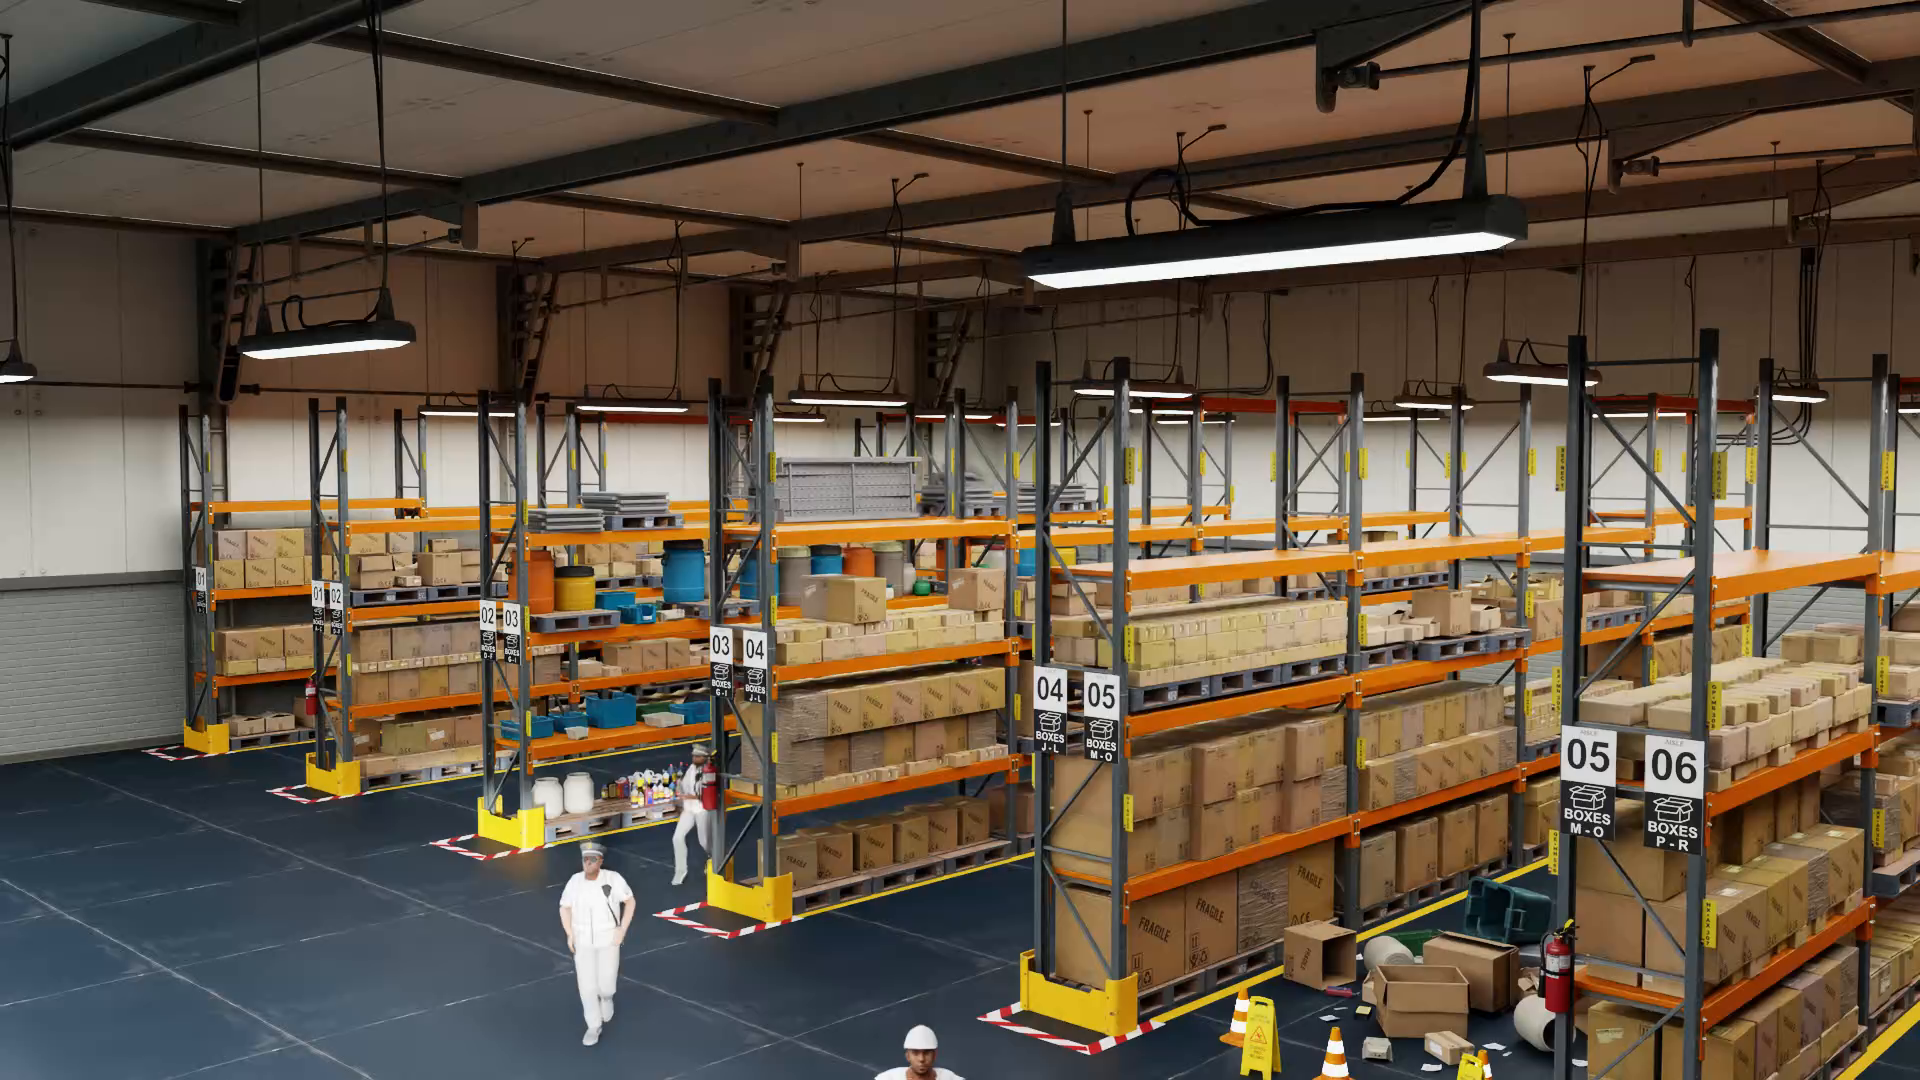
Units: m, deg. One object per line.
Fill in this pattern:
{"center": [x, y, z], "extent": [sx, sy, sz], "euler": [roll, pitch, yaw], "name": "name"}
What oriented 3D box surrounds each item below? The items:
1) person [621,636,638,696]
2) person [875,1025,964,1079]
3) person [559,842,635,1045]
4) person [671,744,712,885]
{"center": [-6.328, 2.610, 31.911], "extent": [0.681, 1.796, 0.774], "euler": [3, 4, 44], "name": "person"}
{"center": [-0.246, 3.769, 9.921], "extent": [0.691, 1.719, 0.584], "euler": [0, 3, -5], "name": "person"}
{"center": [-3.214, 3.523, 14.711], "extent": [0.660, 1.756, 0.566], "euler": [0, 3, -3], "name": "person"}
{"center": [-3.098, 3.295, 20.034], "extent": [0.571, 1.744, 0.749], "euler": [2, 4, 35], "name": "person"}
